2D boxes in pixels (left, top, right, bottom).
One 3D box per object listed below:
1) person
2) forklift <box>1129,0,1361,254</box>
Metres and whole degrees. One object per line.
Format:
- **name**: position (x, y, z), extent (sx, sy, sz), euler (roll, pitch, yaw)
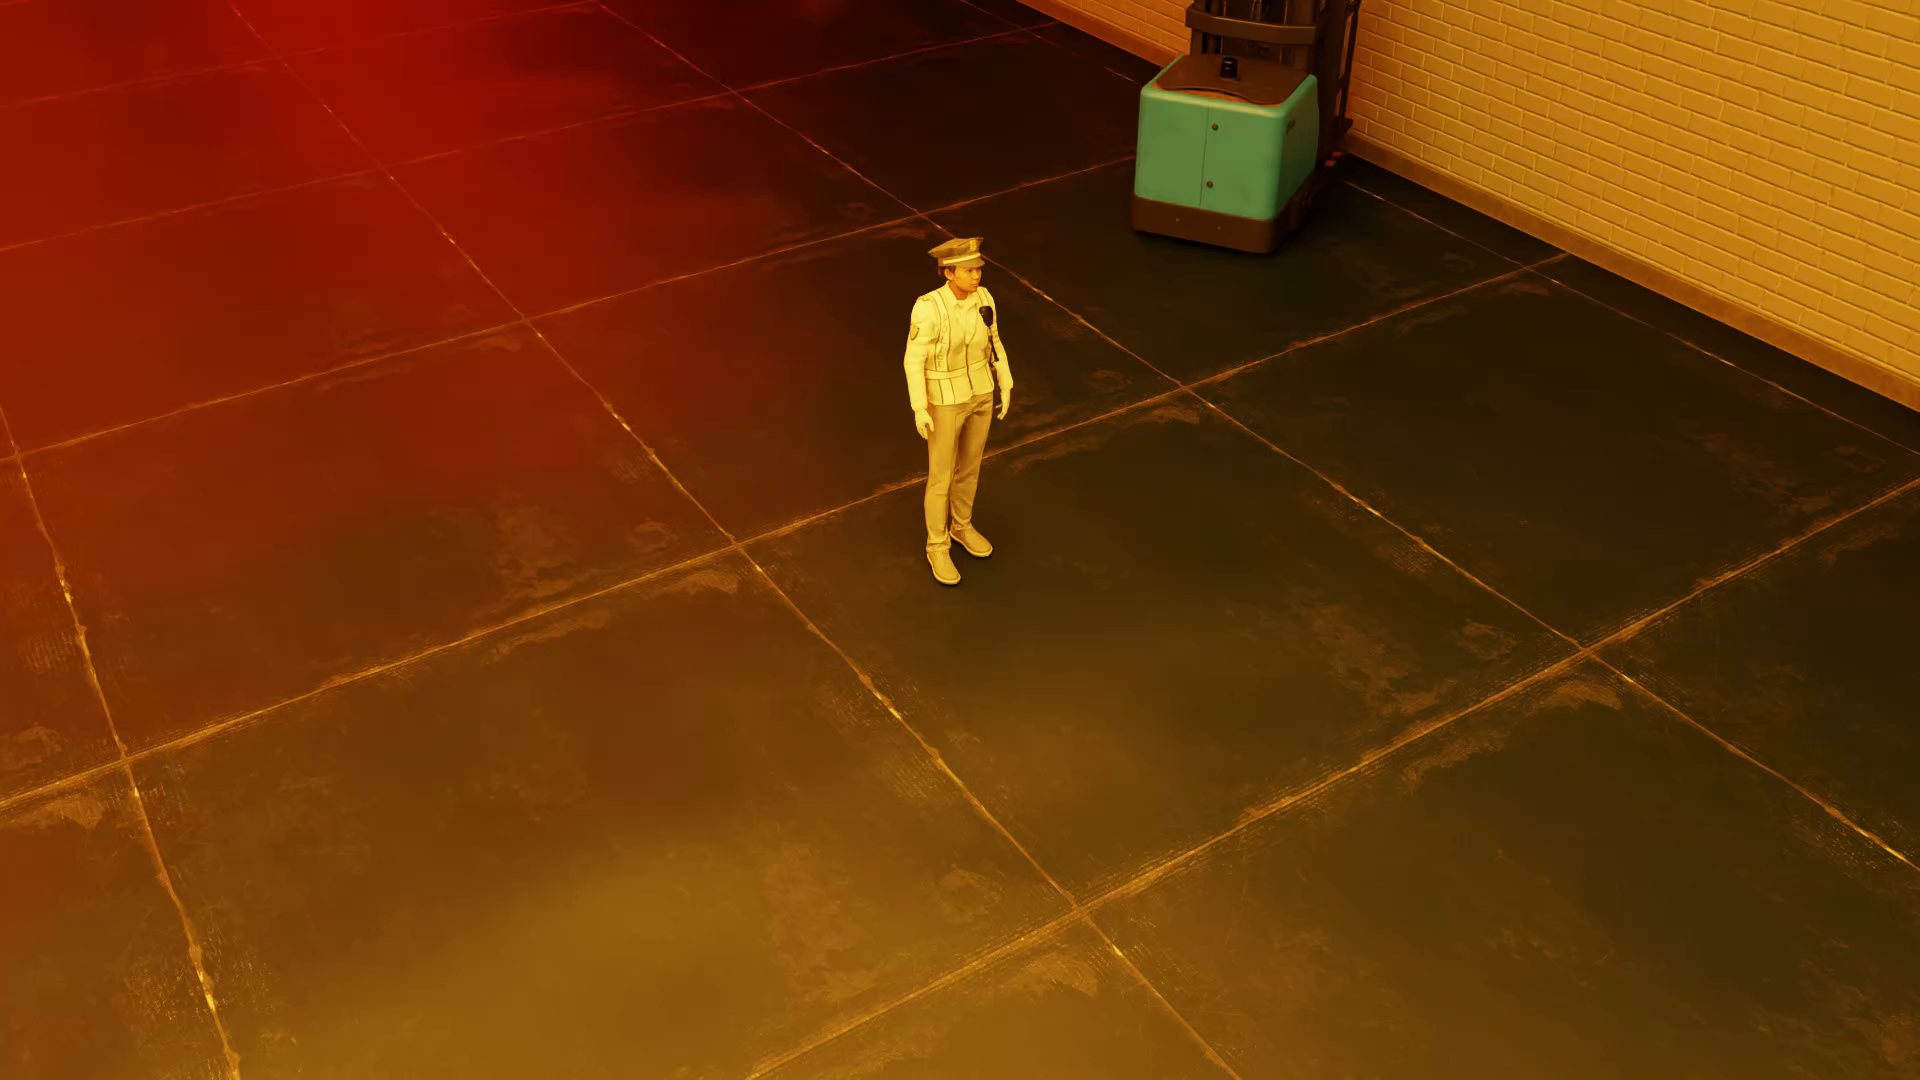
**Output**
- **person**: position (0.032, -0.664, 8.156), extent (0.588, 1.695, 0.531), euler (-21, 40, -27)
- **forklift**: position (2.294, -3.989, 11.825), extent (1.130, 2.935, 3.031), euler (16, 38, 21)
